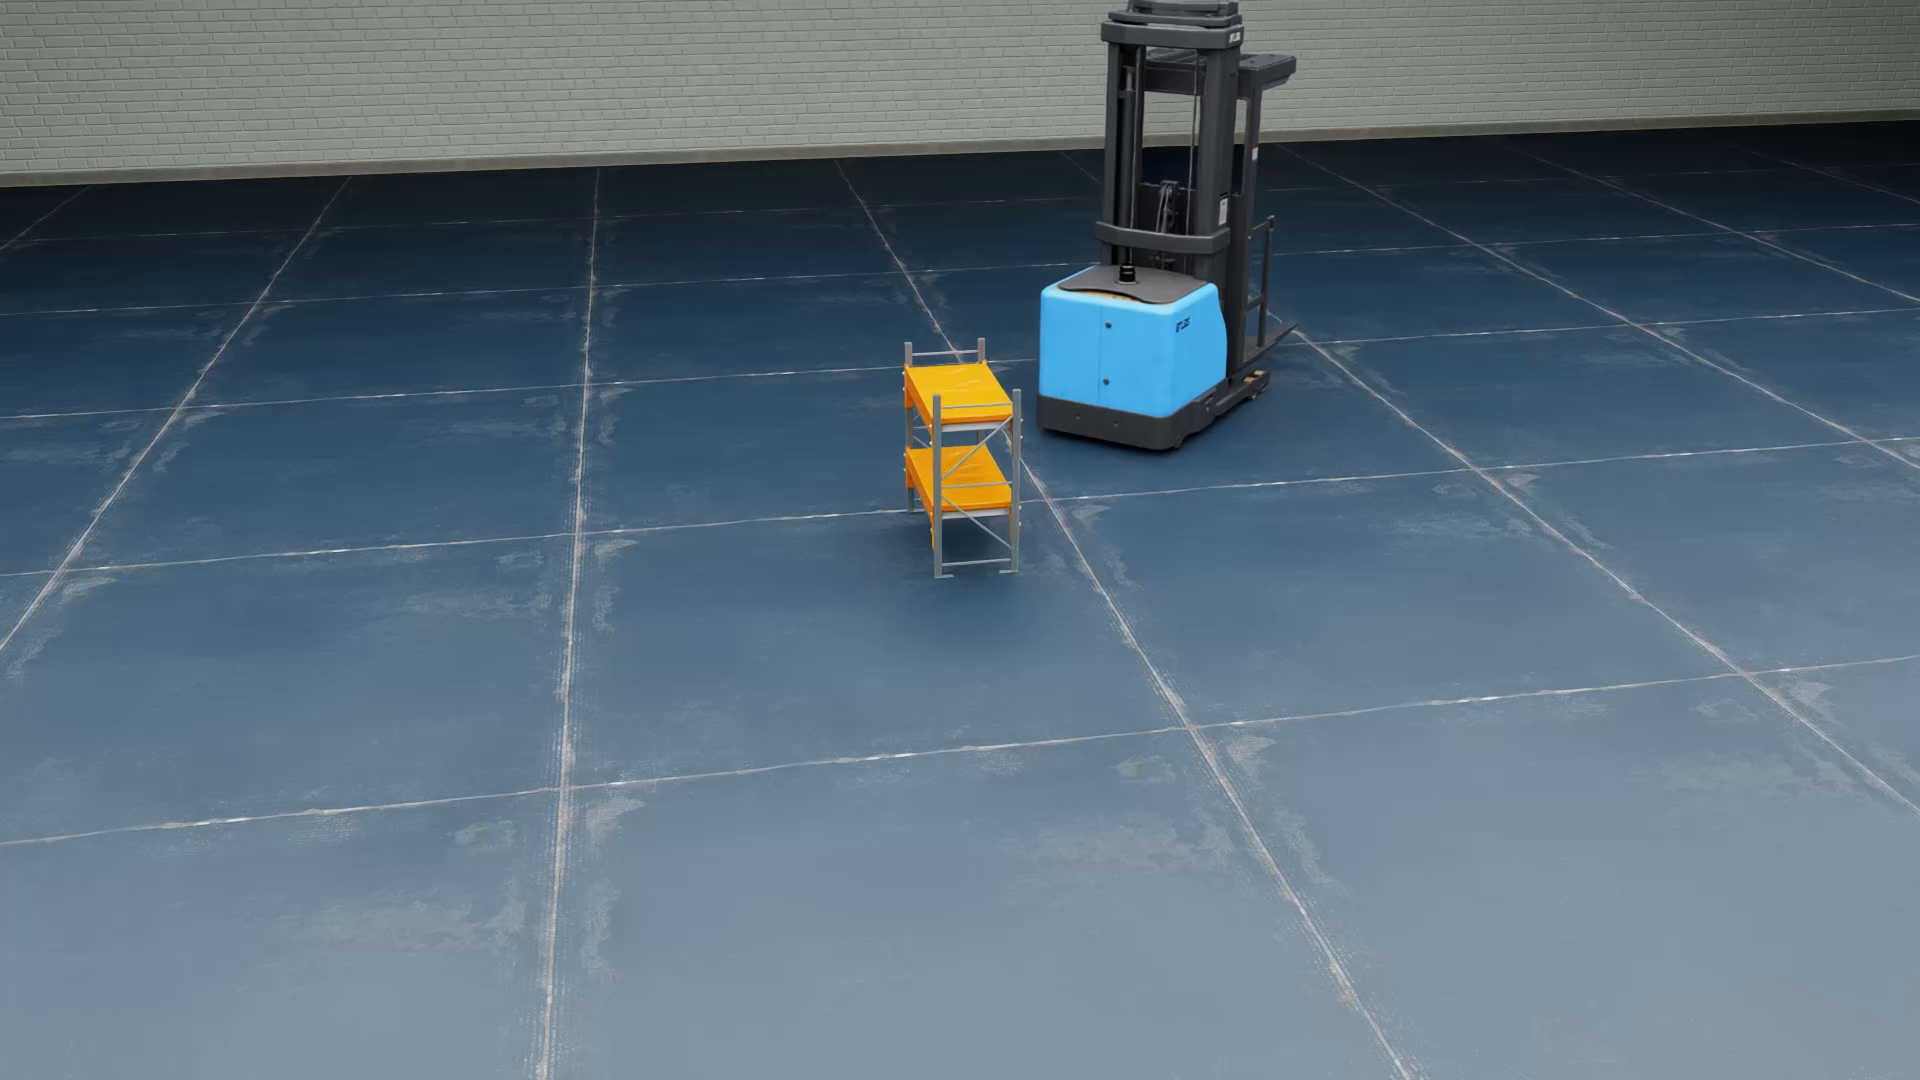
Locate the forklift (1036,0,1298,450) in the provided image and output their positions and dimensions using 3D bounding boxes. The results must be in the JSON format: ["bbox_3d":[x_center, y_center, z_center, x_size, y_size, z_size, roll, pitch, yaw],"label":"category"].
[{"bbox_3d":[1.746,-2.510,12.334,1.130,2.935,3.031,14,27,28],"label":"forklift"}]

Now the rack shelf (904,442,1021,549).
[{"bbox_3d":[0.001,-0.289,10.117,0.538,0.278,1.000,-4,24,-10],"label":"rack shelf"}]

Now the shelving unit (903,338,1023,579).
[{"bbox_3d":[0.001,-0.513,10.019,0.538,1.125,1.048,-4,24,-10],"label":"shelving unit"}]

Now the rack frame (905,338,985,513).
[{"bbox_3d":[-0.093,-0.713,10.477,0.500,1.125,0.032,-4,24,-10],"label":"rack frame"}]

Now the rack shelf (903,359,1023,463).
[{"bbox_3d":[0.001,-0.781,9.902,0.538,0.278,1.000,-4,24,-10],"label":"rack shelf"}]

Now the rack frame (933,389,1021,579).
[{"bbox_3d":[0.095,-0.313,9.561,0.500,1.125,0.032,-4,24,-10],"label":"rack frame"}]
